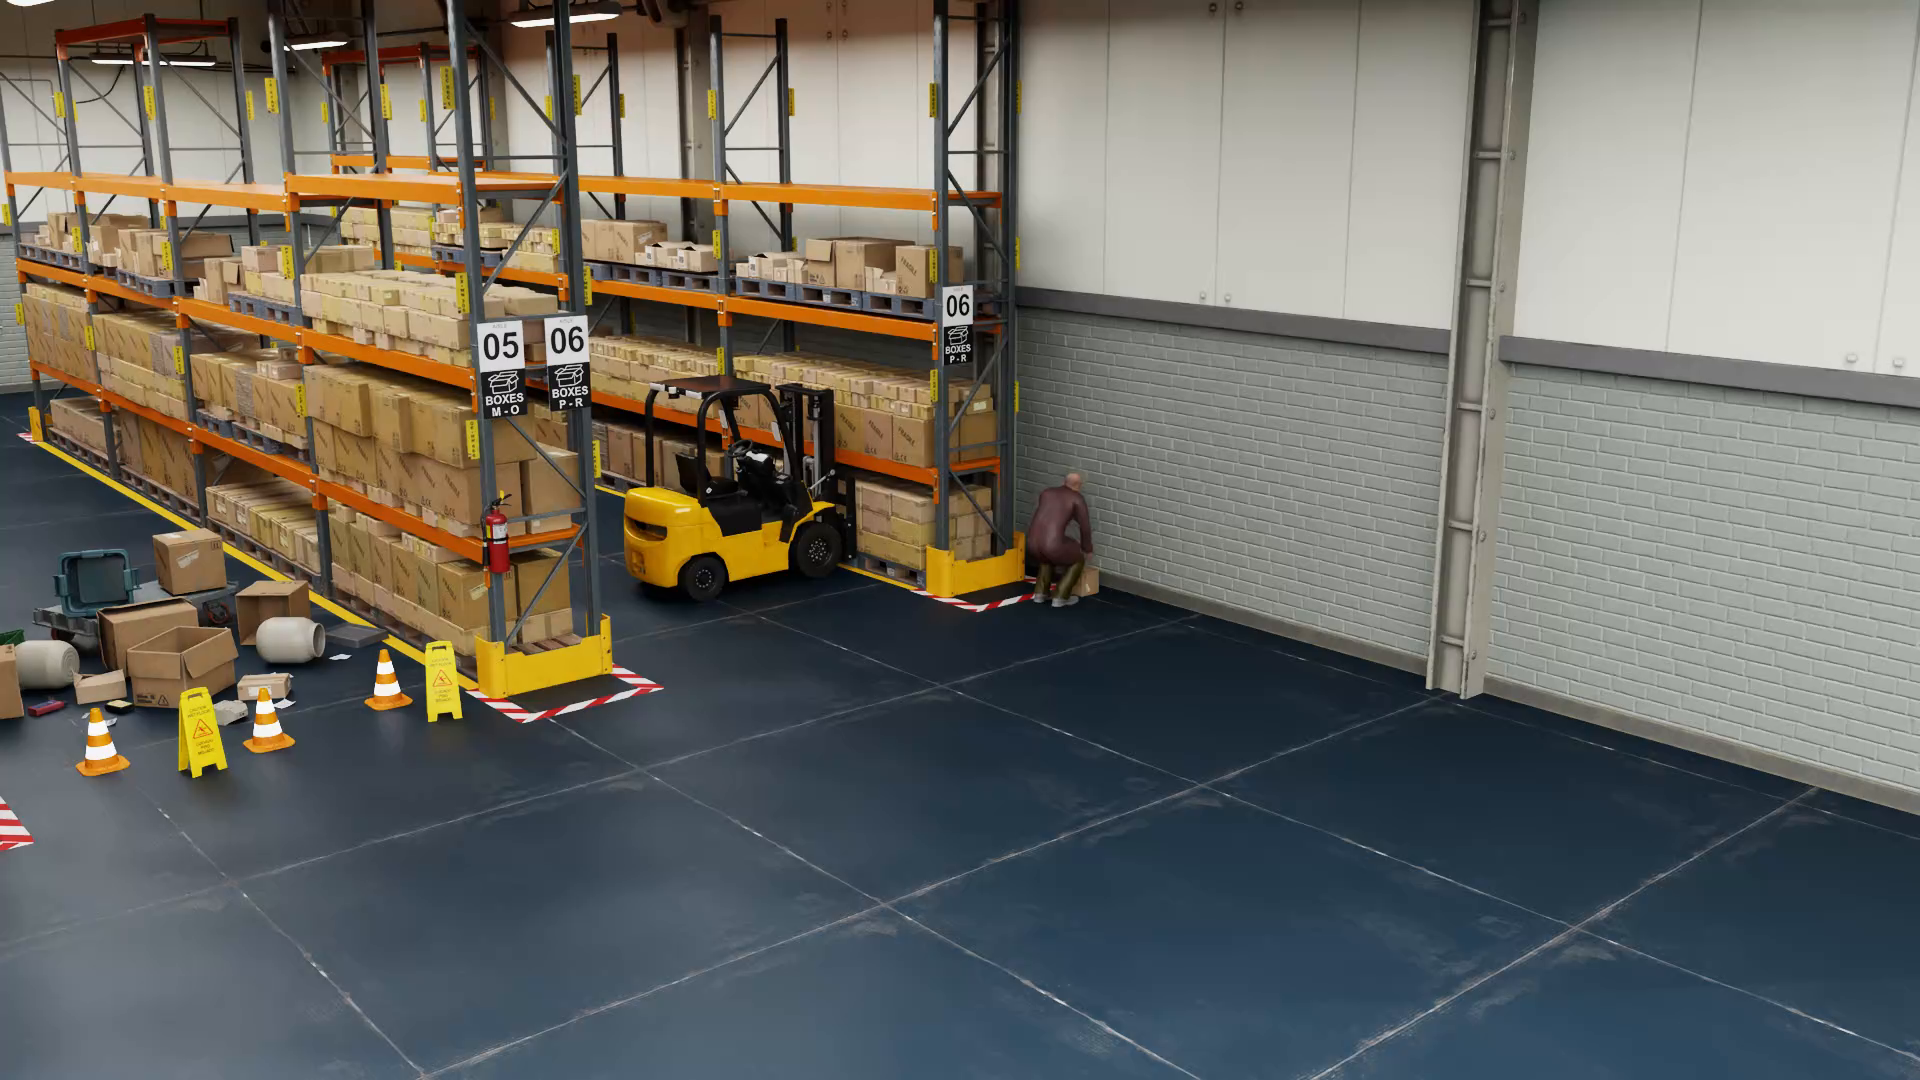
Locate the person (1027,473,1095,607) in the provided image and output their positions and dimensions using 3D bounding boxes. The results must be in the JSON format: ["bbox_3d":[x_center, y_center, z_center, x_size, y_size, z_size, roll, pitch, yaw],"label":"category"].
[{"bbox_3d":[0.992,-0.005,17.050,0.633,1.301,0.780,12,18,40],"label":"person"}]
